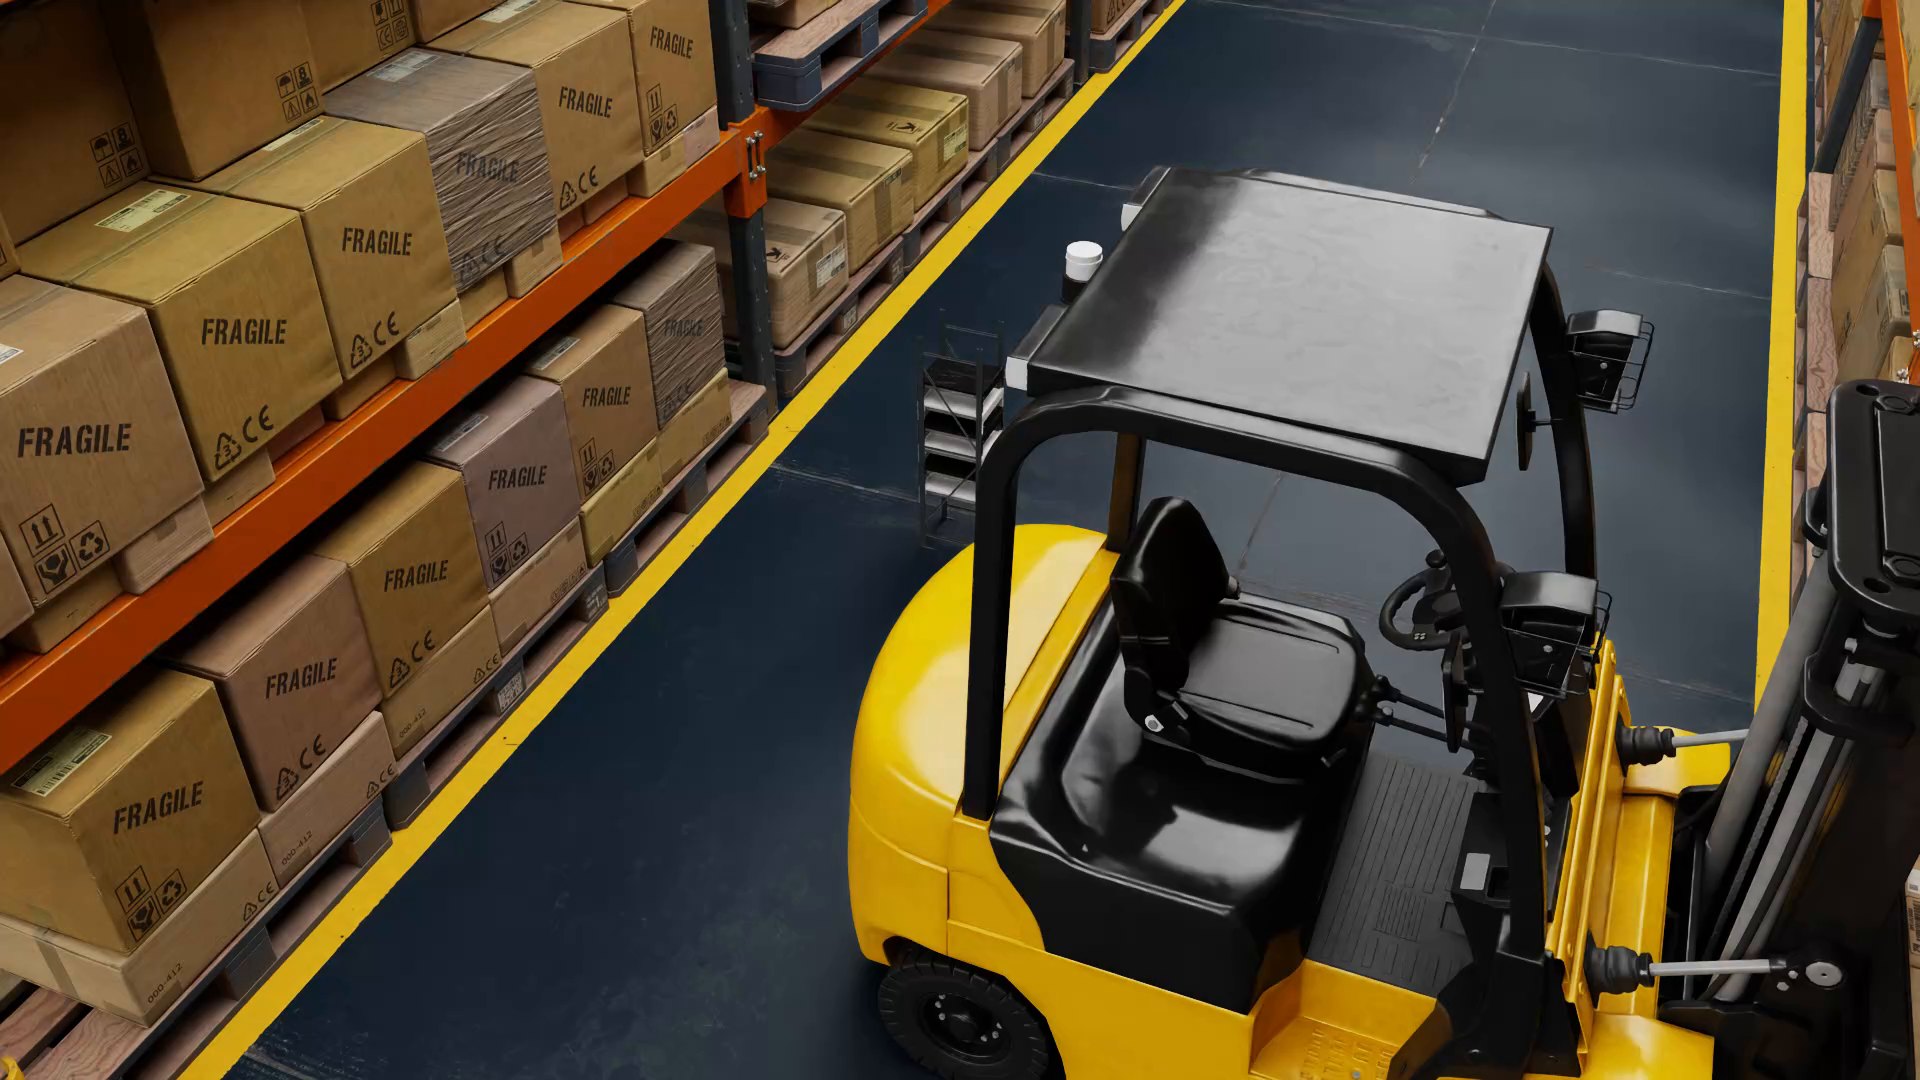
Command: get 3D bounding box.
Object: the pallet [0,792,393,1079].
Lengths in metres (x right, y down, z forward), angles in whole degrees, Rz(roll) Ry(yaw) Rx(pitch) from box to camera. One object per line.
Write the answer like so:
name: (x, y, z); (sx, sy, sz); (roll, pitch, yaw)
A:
pallet: (-2.394, 1.037, 4.686); (1.003, 0.211, 1.213); (14, 39, 18)

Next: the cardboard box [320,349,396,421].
cardboard box: (-1.806, -0.488, 4.607); (0.380, 0.149, 0.250); (13, 39, 17)

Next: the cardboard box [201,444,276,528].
cardboard box: (-1.979, -0.189, 4.207); (0.380, 0.149, 0.250); (15, 39, 19)

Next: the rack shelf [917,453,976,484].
rack shelf: (0.003, -0.266, 6.060); (0.258, 0.077, 0.200); (14, 39, 18)

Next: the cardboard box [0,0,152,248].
cardboard box: (-2.474, -1.073, 4.013); (0.700, 0.500, 0.500); (13, 39, 17)

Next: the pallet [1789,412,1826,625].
pallet: (3.593, 0.018, 6.050); (1.003, 0.211, 1.213); (14, 39, 18)

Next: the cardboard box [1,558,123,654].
cardboard box: (-2.185, 0.092, 3.831); (0.380, 0.149, 0.250); (13, 39, 16)

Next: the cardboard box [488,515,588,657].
cardboard box: (-1.611, 0.088, 5.572); (0.500, 0.250, 0.500); (14, 39, 18)

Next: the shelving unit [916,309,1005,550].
shelving unit: (0.003, -0.365, 5.987); (0.258, 0.900, 0.210); (14, 39, 18)

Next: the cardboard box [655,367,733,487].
cardboard box: (-1.219, -0.489, 6.345); (0.500, 0.250, 0.500); (16, 40, 20)

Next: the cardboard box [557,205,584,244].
cardboard box: (-1.451, -1.062, 5.375); (0.380, 0.149, 0.250); (13, 39, 17)

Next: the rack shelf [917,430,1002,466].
rack shelf: (0.003, -0.338, 6.007); (0.258, 0.077, 0.200); (14, 39, 18)

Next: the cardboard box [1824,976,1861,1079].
cardboard box: (2.294, 1.083, 3.824); (0.500, 0.250, 0.500); (14, 39, 18)

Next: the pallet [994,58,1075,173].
pallet: (-0.020, -2.476, 9.387); (1.003, 0.211, 1.213); (14, 39, 18)

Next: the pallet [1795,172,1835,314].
pallet: (4.521, -1.333, 7.857); (1.003, 0.211, 1.213); (14, 39, 18)

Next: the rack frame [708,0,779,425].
rack frame: (-1.243, -1.811, 6.167); (1.000, 3.000, 0.127); (14, 39, 18)

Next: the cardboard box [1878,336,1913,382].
cardboard box: (3.537, -0.191, 5.632); (0.875, 0.625, 0.625); (16, 40, 20)

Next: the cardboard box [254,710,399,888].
cardboard box: (-2.001, 0.672, 4.791); (0.500, 0.250, 0.500); (15, 39, 19)

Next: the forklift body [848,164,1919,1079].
forklift body: (0.861, 0.407, 3.909); (2.313, 2.155, 1.214); (14, 39, 18)

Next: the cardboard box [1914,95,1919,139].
cardboard box: (3.702, -1.508, 5.888); (0.500, 0.250, 0.500); (14, 39, 18)

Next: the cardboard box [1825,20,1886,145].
cardboard box: (4.833, -2.347, 8.622); (0.500, 0.500, 0.500); (15, 39, 19)

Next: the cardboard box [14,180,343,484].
cardboard box: (-1.941, -0.524, 4.114); (0.500, 0.500, 0.500); (13, 39, 17)

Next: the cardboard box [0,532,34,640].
cardboard box: (-2.328, 0.046, 3.352); (0.500, 0.500, 0.500); (13, 39, 17)

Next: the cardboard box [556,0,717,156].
cardboard box: (-1.182, -1.667, 5.643); (0.500, 0.500, 0.500); (13, 39, 17)

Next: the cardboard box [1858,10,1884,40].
cardboard box: (4.824, -2.655, 8.492); (0.380, 0.149, 0.250); (12, 38, 16)

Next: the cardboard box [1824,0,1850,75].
cardboard box: (5.230, -2.912, 9.378); (0.500, 0.500, 0.500); (16, 39, 20)

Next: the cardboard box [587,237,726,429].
cardboard box: (-1.220, -0.789, 6.120); (0.500, 0.500, 0.500); (13, 39, 17)

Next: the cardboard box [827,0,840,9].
cardboard box: (-0.637, -2.249, 6.612); (0.380, 0.149, 0.250); (15, 39, 19)

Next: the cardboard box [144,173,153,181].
cardboard box: (-2.215, -0.947, 4.680); (0.500, 0.500, 0.500); (14, 39, 18)

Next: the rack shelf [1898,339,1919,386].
rack shelf: (2.588, 0.713, 3.391); (1.077, 0.370, 4.000); (14, 39, 18)

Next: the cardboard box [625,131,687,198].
cardboard box: (-1.172, -1.323, 5.725); (0.380, 0.149, 0.250); (15, 39, 19)

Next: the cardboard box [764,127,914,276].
cardboard box: (-0.775, -1.616, 7.751); (0.950, 0.372, 0.625); (16, 40, 21)

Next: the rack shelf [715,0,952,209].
rack shelf: (-0.482, -2.630, 7.864); (1.077, 0.370, 4.000); (14, 39, 18)

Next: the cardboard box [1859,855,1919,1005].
cardboard box: (2.285, 0.895, 3.658); (0.500, 0.250, 0.500); (13, 39, 17)

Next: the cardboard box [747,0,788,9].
cardboard box: (-0.799, -2.332, 6.182); (0.500, 0.500, 0.500); (15, 39, 19)

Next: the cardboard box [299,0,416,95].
cardboard box: (-2.042, -1.627, 4.754); (0.700, 0.500, 0.500); (13, 39, 17)

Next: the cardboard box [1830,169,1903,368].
cardboard box: (4.123, -1.035, 6.762); (0.875, 0.625, 0.625); (12, 38, 16)

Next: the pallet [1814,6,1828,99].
pallet: (5.655, -2.858, 9.897); (1.003, 0.211, 1.213); (14, 39, 18)

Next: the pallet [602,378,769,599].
pallet: (-1.466, -0.314, 6.494); (1.003, 0.211, 1.213); (14, 39, 18)

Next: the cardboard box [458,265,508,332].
cardboard box: (-1.592, -0.765, 4.977); (0.380, 0.149, 0.250); (13, 39, 17)

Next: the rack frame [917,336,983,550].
rack frame: (-0.036, -0.309, 5.911); (0.240, 0.900, 0.006); (14, 39, 18)

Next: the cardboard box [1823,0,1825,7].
cardboard box: (5.613, -3.490, 10.150); (0.500, 0.500, 0.500); (13, 39, 16)

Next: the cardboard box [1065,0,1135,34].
cardboard box: (0.619, -3.706, 10.127); (0.875, 0.875, 0.875); (14, 39, 17)

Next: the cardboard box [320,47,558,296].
cardboard box: (-1.565, -1.093, 4.874); (0.500, 0.500, 0.500); (15, 39, 19)

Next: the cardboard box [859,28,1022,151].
cardboard box: (-0.219, -2.420, 8.827); (0.950, 0.372, 0.625); (13, 39, 17)

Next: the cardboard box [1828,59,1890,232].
cardboard box: (4.621, -1.772, 7.748); (0.875, 0.625, 0.625); (15, 39, 19)

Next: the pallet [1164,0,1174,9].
pallet: (1.114, -4.001, 11.427); (1.003, 0.211, 1.213); (14, 39, 18)

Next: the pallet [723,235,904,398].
pallet: (-0.948, -1.125, 7.579); (1.003, 0.211, 1.213); (14, 39, 18)

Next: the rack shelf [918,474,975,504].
rack shelf: (0.003, -0.194, 6.114); (0.258, 0.077, 0.200); (14, 39, 18)

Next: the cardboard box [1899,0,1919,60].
cardboard box: (4.090, -2.083, 6.656); (0.500, 0.250, 0.500); (13, 39, 16)

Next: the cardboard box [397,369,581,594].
cardboard box: (-1.605, -0.225, 5.365); (0.500, 0.500, 0.500); (16, 40, 20)

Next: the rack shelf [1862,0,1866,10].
rack shelf: (5.632, -3.716, 9.317); (1.077, 0.370, 4.000); (14, 39, 18)

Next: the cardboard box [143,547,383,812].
cardboard box: (-1.999, 0.349, 4.597); (0.500, 0.500, 0.500); (12, 39, 16)
